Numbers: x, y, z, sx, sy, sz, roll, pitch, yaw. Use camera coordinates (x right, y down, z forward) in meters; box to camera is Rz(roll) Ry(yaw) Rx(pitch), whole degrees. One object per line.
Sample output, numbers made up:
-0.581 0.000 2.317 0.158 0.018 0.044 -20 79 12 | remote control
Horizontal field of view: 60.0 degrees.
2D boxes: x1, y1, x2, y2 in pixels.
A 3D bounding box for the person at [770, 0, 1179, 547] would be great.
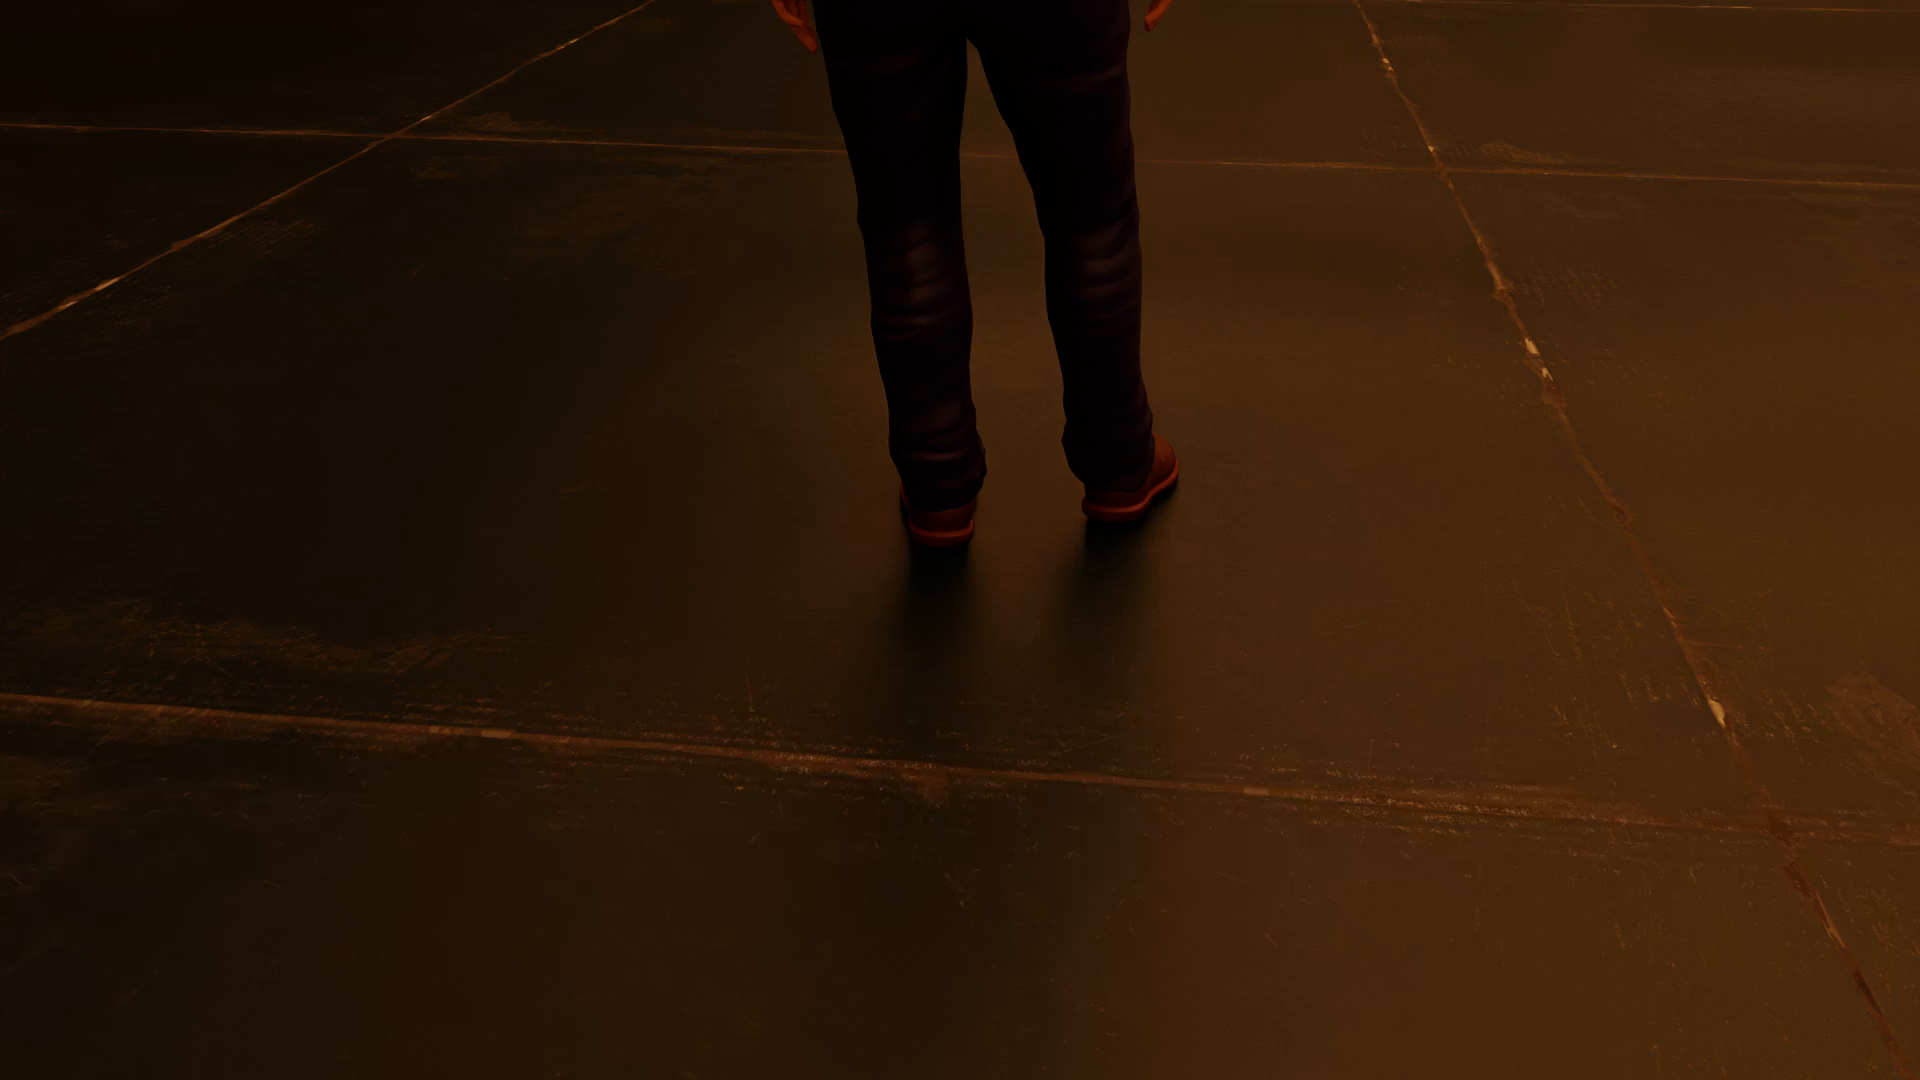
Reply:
0.035 -0.783 2.205 0.598 1.651 0.503 3 27 7 | person
